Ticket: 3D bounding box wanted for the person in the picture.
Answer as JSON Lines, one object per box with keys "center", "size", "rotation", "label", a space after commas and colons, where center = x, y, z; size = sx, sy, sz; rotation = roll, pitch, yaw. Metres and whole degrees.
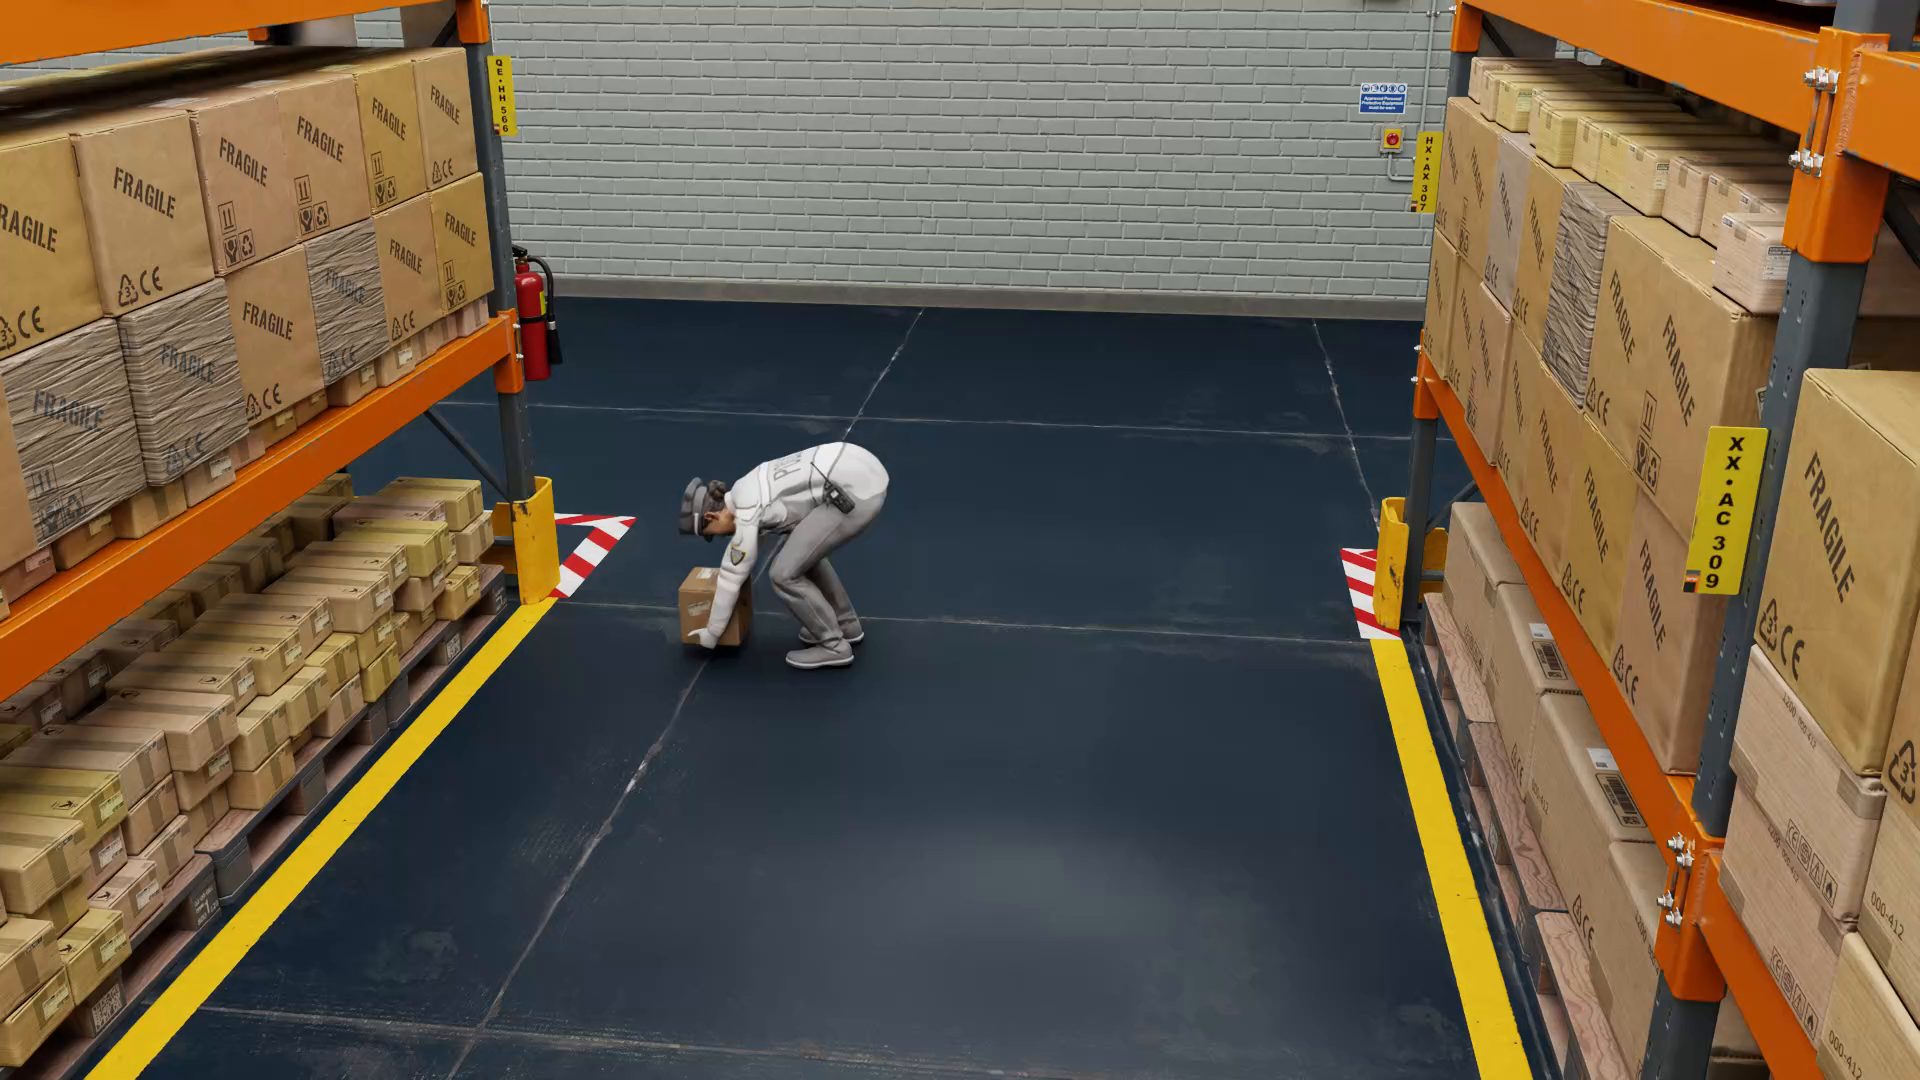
{"center": [-0.736, 0.052, 6.978], "size": [0.882, 0.919, 0.456], "rotation": [1, 21, 4], "label": "person"}
